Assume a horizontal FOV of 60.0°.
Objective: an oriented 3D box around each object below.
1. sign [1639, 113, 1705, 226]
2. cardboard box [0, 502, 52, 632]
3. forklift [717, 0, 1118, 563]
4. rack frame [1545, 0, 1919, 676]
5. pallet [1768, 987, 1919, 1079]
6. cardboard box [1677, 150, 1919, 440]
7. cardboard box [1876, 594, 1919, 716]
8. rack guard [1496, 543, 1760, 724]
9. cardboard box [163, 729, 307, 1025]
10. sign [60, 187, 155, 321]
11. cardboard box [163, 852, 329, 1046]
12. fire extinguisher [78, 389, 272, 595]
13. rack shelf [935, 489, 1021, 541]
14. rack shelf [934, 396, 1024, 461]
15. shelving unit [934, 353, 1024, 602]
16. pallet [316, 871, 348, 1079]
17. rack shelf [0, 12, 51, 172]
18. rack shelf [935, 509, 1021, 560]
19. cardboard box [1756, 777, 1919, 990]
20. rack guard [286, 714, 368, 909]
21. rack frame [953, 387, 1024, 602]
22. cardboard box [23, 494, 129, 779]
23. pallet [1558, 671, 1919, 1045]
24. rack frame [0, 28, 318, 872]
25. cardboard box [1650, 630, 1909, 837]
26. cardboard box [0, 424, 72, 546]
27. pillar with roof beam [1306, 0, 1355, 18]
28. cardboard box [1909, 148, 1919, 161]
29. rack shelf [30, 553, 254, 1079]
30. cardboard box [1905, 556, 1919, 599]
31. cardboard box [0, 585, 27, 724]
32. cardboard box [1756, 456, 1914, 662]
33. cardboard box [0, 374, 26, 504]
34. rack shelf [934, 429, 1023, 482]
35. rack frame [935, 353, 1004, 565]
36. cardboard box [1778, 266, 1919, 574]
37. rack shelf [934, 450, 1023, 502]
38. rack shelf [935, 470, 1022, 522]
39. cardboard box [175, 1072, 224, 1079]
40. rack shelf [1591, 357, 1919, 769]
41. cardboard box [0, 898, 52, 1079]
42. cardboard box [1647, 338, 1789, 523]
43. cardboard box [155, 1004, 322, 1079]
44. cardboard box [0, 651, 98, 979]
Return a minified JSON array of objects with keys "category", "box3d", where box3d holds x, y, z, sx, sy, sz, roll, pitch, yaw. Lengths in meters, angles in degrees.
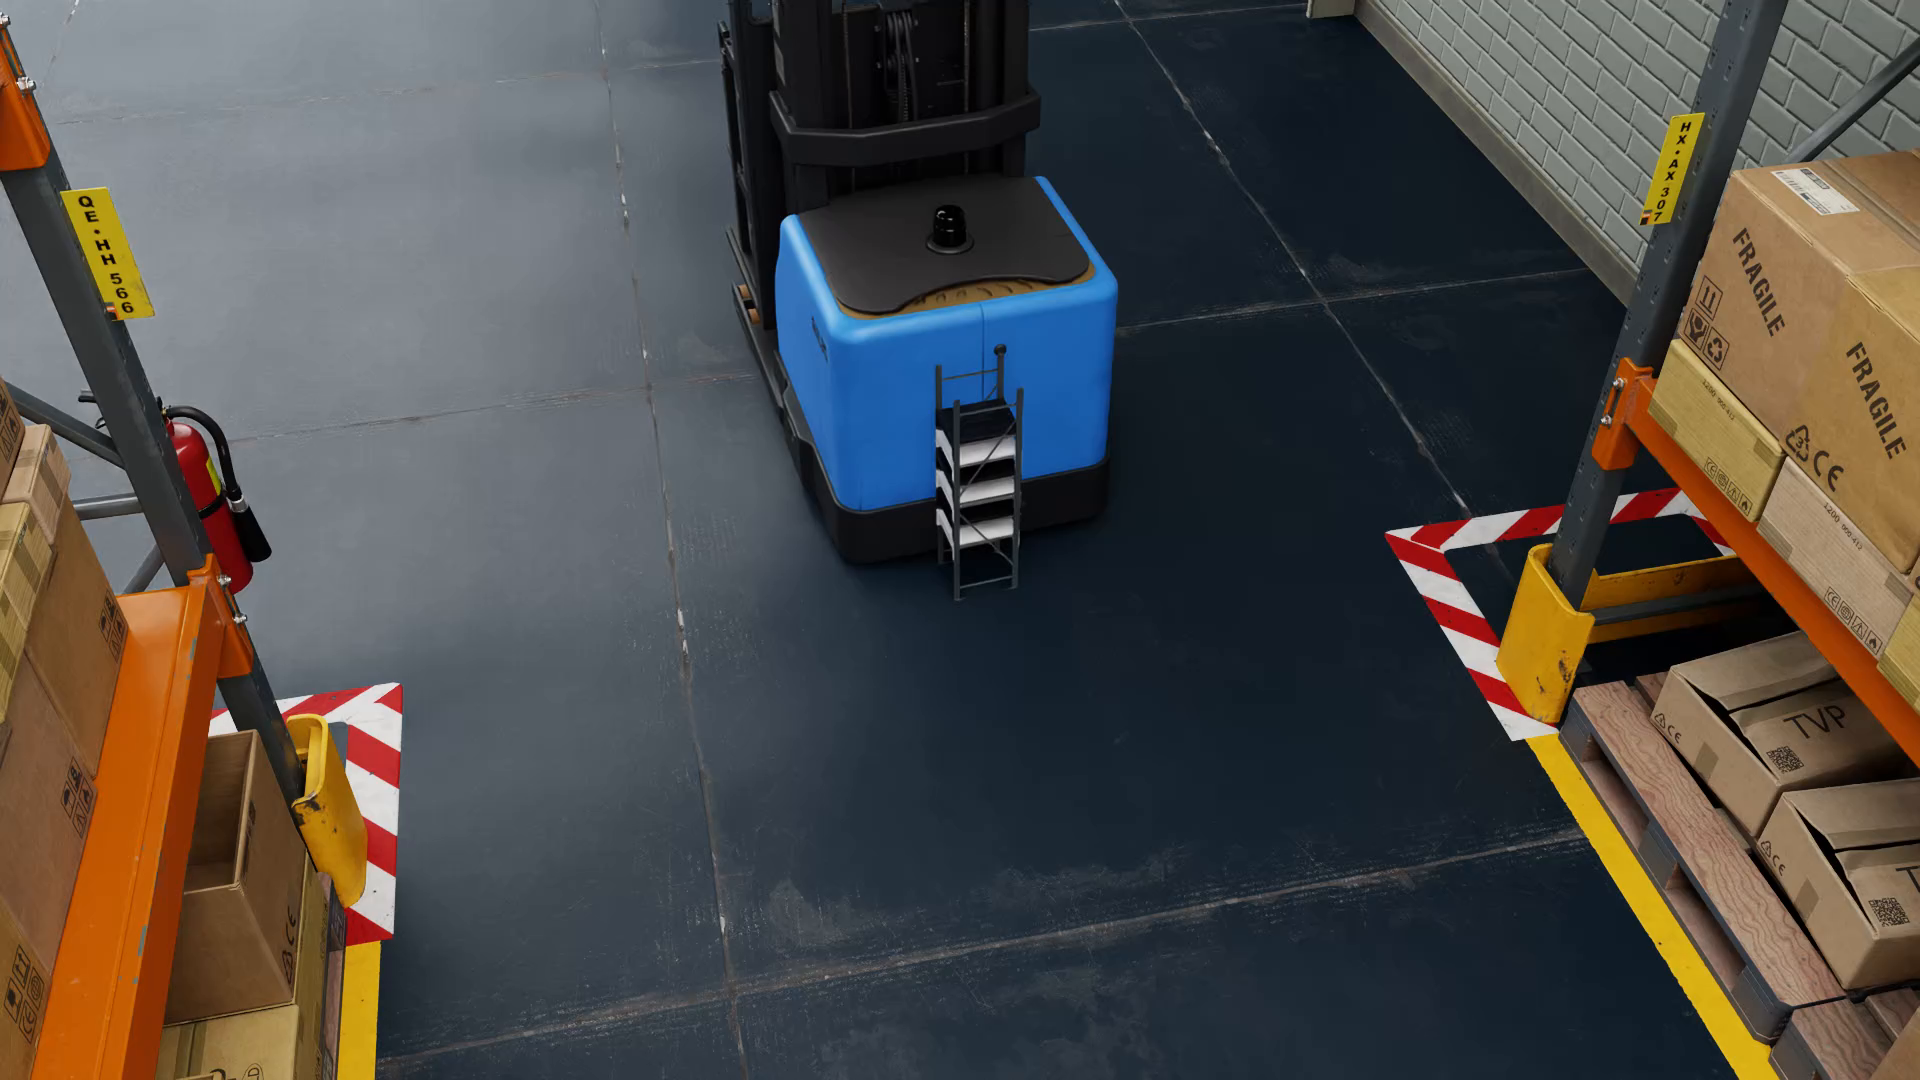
[{"category":"sign","box3d":[1.907,-0.990,4.453,0.100,0.325,0.005,-8,42,-9]},{"category":"cardboard box","box3d":[-2.073,0.078,3.338,0.380,0.149,0.250,-7,42,-8]},{"category":"forklift","box3d":[-0.366,-2.003,6.299,1.130,2.935,3.031,-12,43,-13]},{"category":"rack frame","box3d":[2.437,-0.744,4.828,1.000,3.000,0.127,-8,42,-9]},{"category":"pallet","box3d":[2.854,1.669,4.211,1.003,0.211,1.213,-8,42,-9]},{"category":"cardboard box","box3d":[2.247,-0.623,4.226,0.500,0.500,0.500,-8,42,-9]},{"category":"cardboard box","box3d":[2.463,0.332,3.714,0.500,0.250,0.500,-9,42,-10]},{"category":"rack guard","box3d":[2.454,0.240,5.603,1.175,0.500,0.348,-8,42,-9]},{"category":"cardboard box","box3d":[-1.993,0.864,4.207,0.500,0.500,0.500,-8,42,-9]},{"category":"sign","box3d":[-1.866,-0.622,3.641,0.100,0.325,0.005,-8,42,-9]},{"category":"cardboard box","box3d":[-1.995,1.145,4.456,0.500,0.250,0.500,-8,42,-9]},{"category":"fire extinguisher","box3d":[-1.971,-0.146,4.213,0.296,0.674,0.183,-8,42,-9]},{"category":"rack shelf","box3d":[0.063,-0.111,5.883,0.258,0.077,0.200,-12,43,-13]},{"category":"rack shelf","box3d":[0.063,-0.381,5.644,0.258,0.077,0.200,-12,43,-13]},{"category":"shelving unit","box3d":[0.063,-0.204,5.802,0.258,0.900,0.210,-12,43,-13]},{"category":"pallet","box3d":[-2.193,1.501,4.400,1.003,0.211,1.213,-8,42,-9]},{"category":"rack shelf","box3d":[-1.967,0.412,1.809,1.077,0.370,4.000,-8,42,-9]},{"category":"rack shelf","box3d":[0.063,-0.044,5.943,0.258,0.077,0.200,-12,43,-13]},{"category":"cardboard box","box3d":[2.622,0.928,4.639,0.500,0.311,0.500,-5,42,-6]},{"category":"rack guard","box3d":[-2.404,0.888,4.873,1.175,0.500,0.348,-8,42,-9]},{"category":"rack frame","box3d":[0.093,-0.139,5.729,0.240,0.900,0.006,-12,43,-13]},{"category":"cardboard box","box3d":[-2.311,0.235,3.650,0.700,0.500,0.500,-8,42,-9]},{"category":"pallet","box3d":[2.594,0.880,5.100,1.003,0.211,1.213,-8,42,-9]},{"category":"rack frame","box3d":[-2.399,-0.032,4.026,1.000,3.000,0.127,-8,42,-9]},{"category":"cardboard box","box3d":[2.499,0.559,5.055,0.500,0.311,0.500,-13,43,-14]},{"category":"cardboard box","box3d":[-2.130,-0.091,3.529,0.380,0.149,0.250,-9,42,-10]},{"category":"pillar with roof beam","box3d":[-2.066,-5.930,6.152,9.100,9.000,0.400,-8,42,-9]},{"category":"cardboard box","box3d":[2.746,-0.701,4.313,0.500,0.500,0.500,-9,42,-10]},{"category":"rack shelf","box3d":[-1.967,1.534,2.804,1.077,0.370,4.000,-8,42,-9]},{"category":"cardboard box","box3d":[2.449,0.034,3.485,0.500,0.500,0.500,-10,42,-11]},{"category":"cardboard box","box3d":[-2.017,0.244,3.152,0.380,0.149,0.250,-9,42,-10]},{"category":"cardboard box","box3d":[2.358,0.001,4.087,0.500,0.250,0.500,-10,42,-11]},{"category":"cardboard box","box3d":[-2.299,-0.215,3.181,0.700,0.500,0.500,-8,42,-9]},{"category":"rack shelf","box3d":[0.063,-0.313,5.704,0.258,0.077,0.200,-12,43,-13]},{"category":"rack frame","box3d":[0.033,-0.268,5.874,0.240,0.900,0.006,-12,43,-13]},{"category":"cardboard box","box3d":[2.344,-0.301,3.863,0.500,0.500,0.500,-8,42,-9]},{"category":"rack shelf","box3d":[0.063,-0.246,5.764,0.258,0.077,0.200,-12,43,-13]},{"category":"rack shelf","box3d":[0.063,-0.179,5.824,0.258,0.077,0.200,-12,43,-13]},{"category":"cardboard box","box3d":[-1.762,1.510,3.479,0.500,0.500,0.500,-8,42,-9]},{"category":"rack shelf","box3d":[2.869,0.822,3.607,1.077,0.370,4.000,-8,42,-9]},{"category":"cardboard box","box3d":[-2.091,0.898,2.904,0.700,0.500,0.500,-8,42,-9]},{"category":"cardboard box","box3d":[2.232,-0.333,4.464,0.500,0.250,0.500,-9,42,-11]},{"category":"cardboard box","box3d":[-1.875,1.467,4.092,0.500,0.250,0.500,-8,42,-9]},{"category":"cardboard box","box3d":[-2.193,0.575,3.267,0.700,0.500,0.500,-7,42,-8]}]
